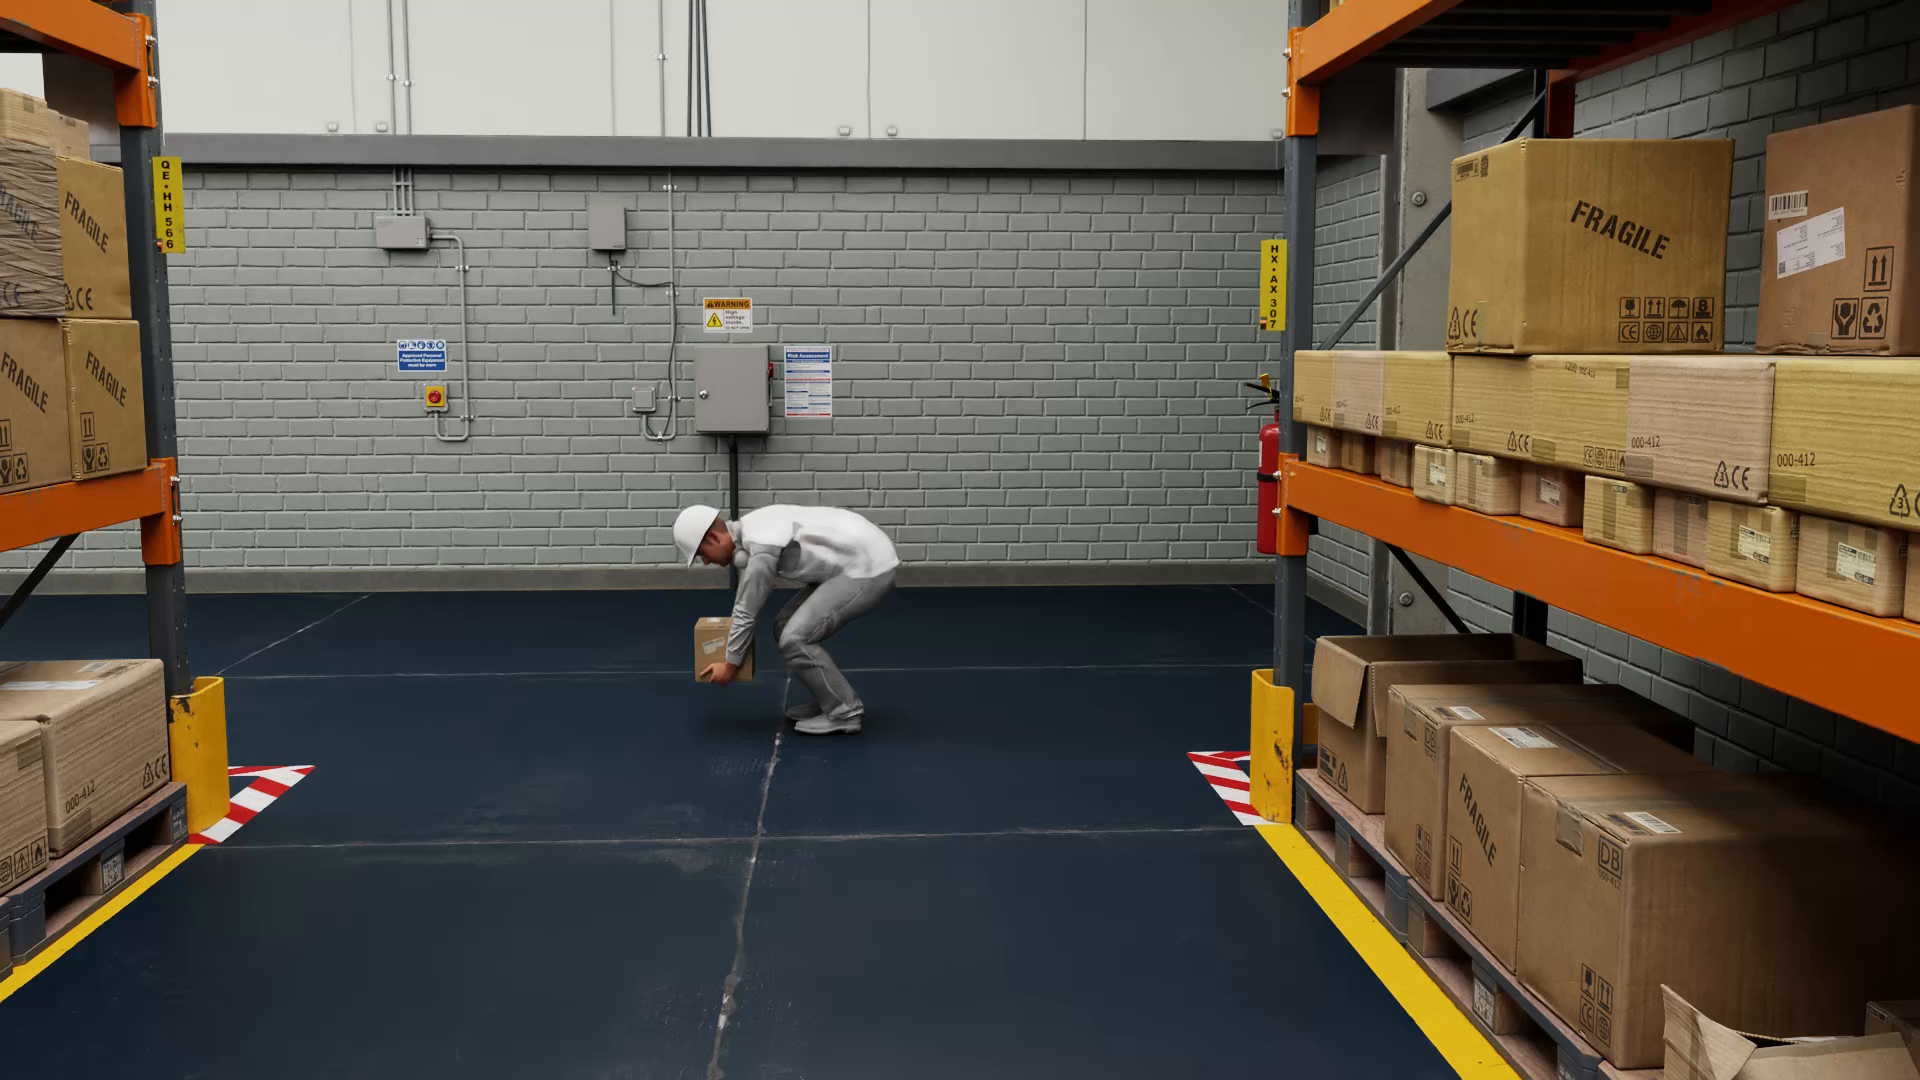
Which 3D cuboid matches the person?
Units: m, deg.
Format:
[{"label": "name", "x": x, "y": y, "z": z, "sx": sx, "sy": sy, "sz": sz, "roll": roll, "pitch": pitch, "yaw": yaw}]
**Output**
[{"label": "person", "x": -0.772, "y": 0.345, "z": 7.456, "sx": 0.997, "sy": 1.012, "sz": 0.508, "roll": -1, "pitch": 7, "yaw": -6}]
